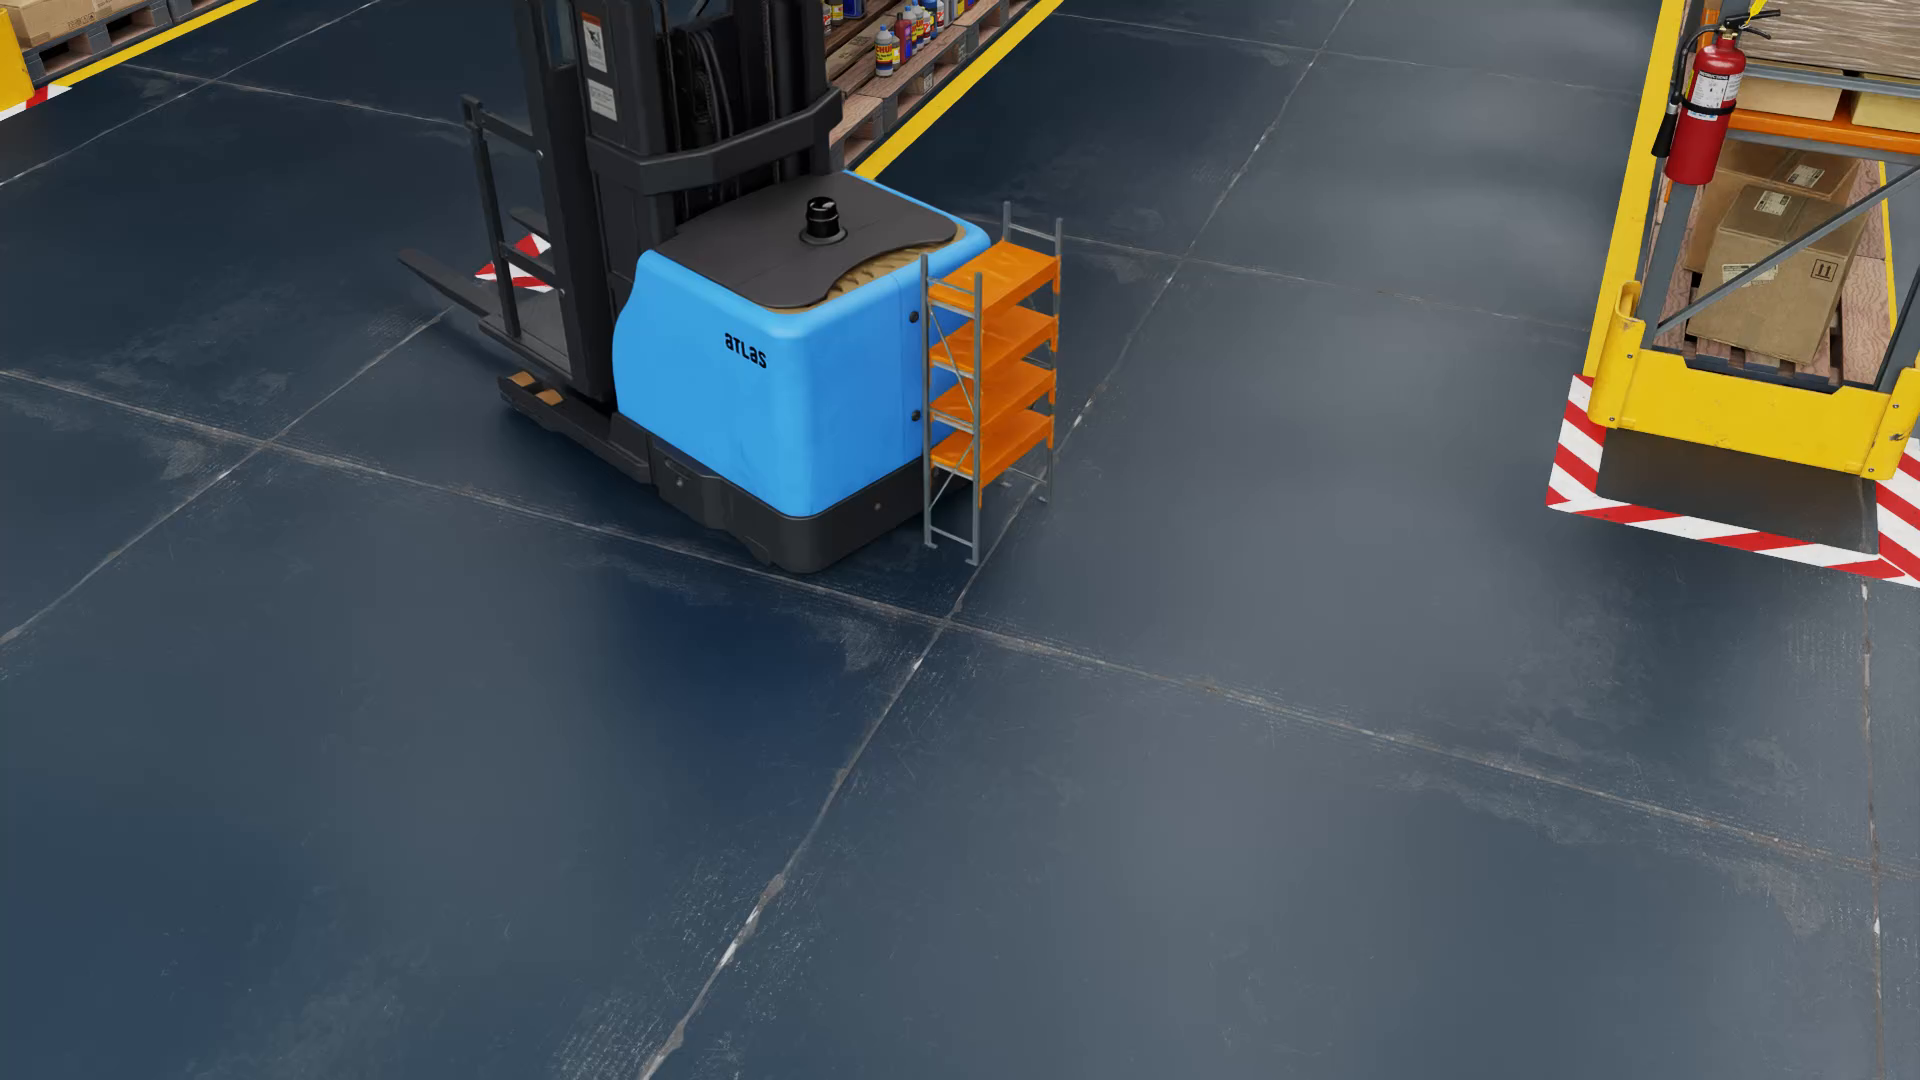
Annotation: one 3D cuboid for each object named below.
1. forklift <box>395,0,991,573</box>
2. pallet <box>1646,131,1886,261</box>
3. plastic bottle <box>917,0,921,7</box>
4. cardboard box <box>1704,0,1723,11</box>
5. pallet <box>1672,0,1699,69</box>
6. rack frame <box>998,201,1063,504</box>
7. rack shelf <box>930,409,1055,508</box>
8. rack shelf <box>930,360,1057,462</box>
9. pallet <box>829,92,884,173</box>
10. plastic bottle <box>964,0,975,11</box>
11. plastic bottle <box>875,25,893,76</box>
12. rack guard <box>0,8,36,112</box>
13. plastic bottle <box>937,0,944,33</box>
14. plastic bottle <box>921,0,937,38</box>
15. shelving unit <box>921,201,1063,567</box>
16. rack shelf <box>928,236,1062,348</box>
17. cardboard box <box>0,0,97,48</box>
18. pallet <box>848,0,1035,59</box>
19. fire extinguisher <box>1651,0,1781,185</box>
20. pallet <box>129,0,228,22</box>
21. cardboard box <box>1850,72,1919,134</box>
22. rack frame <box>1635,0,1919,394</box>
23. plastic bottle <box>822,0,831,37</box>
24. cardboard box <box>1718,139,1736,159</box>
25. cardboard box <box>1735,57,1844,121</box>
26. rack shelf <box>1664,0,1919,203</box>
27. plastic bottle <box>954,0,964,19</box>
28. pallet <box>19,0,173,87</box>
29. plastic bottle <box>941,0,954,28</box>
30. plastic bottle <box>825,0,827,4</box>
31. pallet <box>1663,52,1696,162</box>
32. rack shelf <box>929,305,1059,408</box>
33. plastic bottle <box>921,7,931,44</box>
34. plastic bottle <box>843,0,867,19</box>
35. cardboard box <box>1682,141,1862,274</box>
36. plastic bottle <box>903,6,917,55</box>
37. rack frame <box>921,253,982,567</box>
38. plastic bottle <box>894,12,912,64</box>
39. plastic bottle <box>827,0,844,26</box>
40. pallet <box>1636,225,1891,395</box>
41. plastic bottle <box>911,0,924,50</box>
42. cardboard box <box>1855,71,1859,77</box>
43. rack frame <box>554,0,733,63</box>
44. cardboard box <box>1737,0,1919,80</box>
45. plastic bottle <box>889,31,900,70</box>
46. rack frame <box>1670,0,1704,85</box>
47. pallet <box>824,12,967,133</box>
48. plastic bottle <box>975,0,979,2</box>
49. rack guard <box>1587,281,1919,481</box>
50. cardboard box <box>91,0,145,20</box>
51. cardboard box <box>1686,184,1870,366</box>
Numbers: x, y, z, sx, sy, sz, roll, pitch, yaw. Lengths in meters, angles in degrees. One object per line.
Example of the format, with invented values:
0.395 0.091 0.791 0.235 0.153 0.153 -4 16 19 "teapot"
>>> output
-1.281 -1.827 6.246 3.031 2.935 1.130 30 46 34 "forklift"
4.011 -1.650 8.281 1.003 0.211 1.213 14 39 18 "pallet"
-0.223 -3.269 10.019 0.061 0.283 0.133 14 39 18 "plastic bottle"
3.488 -2.372 6.586 0.875 0.500 0.500 14 39 18 "cardboard box"
4.991 -3.139 10.274 1.003 0.211 1.213 14 39 18 "pallet"
0.254 -0.665 6.137 0.240 1.200 0.015 23 43 28 "rack frame"
0.112 -0.333 6.137 0.258 0.148 0.480 23 43 28 "rack shelf"
0.112 -0.492 6.018 0.258 0.148 0.480 23 43 28 "rack shelf"
-1.107 -2.123 8.914 1.003 0.211 1.213 14 39 18 "pallet"
0.041 -3.413 10.212 0.061 0.283 0.133 16 40 21 "plastic bottle"
-0.428 -2.755 9.341 0.097 0.271 0.097 0 37 0 "plastic bottle"
-5.995 -2.854 9.651 1.175 0.500 0.348 14 39 18 "rack guard"
-0.144 -3.140 9.916 0.097 0.201 0.097 0 37 0 "plastic bottle"
-0.183 -3.112 9.819 0.097 0.271 0.097 0 37 0 "plastic bottle"
0.112 -0.546 5.978 0.258 1.200 0.503 23 43 28 "shelving unit"
0.112 -0.861 5.743 0.258 0.148 0.480 23 43 28 "rack shelf"
-5.576 -3.182 9.947 0.500 0.250 0.500 14 39 18 "cardboard box"
-0.178 -3.474 10.721 1.003 0.211 1.213 14 39 18 "pallet"
2.704 -1.621 5.977 0.296 0.674 0.183 14 39 18 "fire extinguisher"
-5.268 -3.858 11.235 1.003 0.211 1.213 14 39 18 "pallet"
3.503 -1.613 6.112 0.380 0.149 0.250 14 39 18 "cardboard box"
3.174 -1.610 5.899 1.000 3.000 0.127 14 39 18 "rack frame"
-0.816 -3.102 9.865 0.097 0.201 0.097 0 37 0 "plastic bottle"
3.879 -1.800 7.890 0.500 0.500 0.500 18 40 22 "cardboard box"
3.092 -1.714 6.248 0.380 0.149 0.250 14 39 18 "cardboard box"
3.935 -2.429 7.595 1.077 0.370 4.000 14 39 18 "rack shelf"
-0.059 -3.361 10.086 0.144 0.351 0.185 14 39 17 "plastic bottle"
-5.733 -3.185 10.334 1.003 0.211 1.213 14 39 18 "pallet"
-0.124 -3.242 9.989 0.152 0.276 0.135 15 39 19 "plastic bottle"
-0.879 -3.273 9.968 0.144 0.351 0.185 15 39 20 "plastic bottle"
4.473 -2.328 9.188 1.003 0.211 1.213 14 39 18 "pallet"
0.112 -0.671 5.884 0.258 0.148 0.480 23 43 28 "rack shelf"
-0.222 -3.027 9.764 0.097 0.201 0.097 0 37 0 "plastic bottle"
-0.662 -3.326 10.102 0.152 0.276 0.135 14 39 18 "plastic bottle"
3.623 -1.458 7.432 0.500 0.500 0.500 25 43 29 "cardboard box"
-0.298 -2.944 9.595 0.097 0.271 0.097 0 37 0 "plastic bottle"
-0.030 -0.427 5.819 0.240 1.200 0.015 23 43 28 "rack frame"
-0.325 -2.881 9.500 0.061 0.283 0.133 14 39 18 "plastic bottle"
-0.751 -3.210 10.009 0.097 0.201 0.097 0 37 0 "plastic bottle"
3.545 -0.977 7.381 1.003 0.211 1.213 14 39 18 "pallet"
-0.260 -3.000 9.669 0.097 0.271 0.097 0 37 0 "plastic bottle"
3.616 -1.747 6.292 0.380 0.149 0.250 14 39 18 "cardboard box"
-1.406 -2.738 7.408 1.000 3.000 0.127 14 39 18 "rack frame"
3.409 -2.068 6.179 0.875 0.500 0.500 14 39 18 "cardboard box"
-0.389 -2.784 9.439 0.097 0.201 0.097 0 37 0 "plastic bottle"
4.696 -3.825 8.862 1.000 3.000 0.127 14 39 18 "rack frame"
-0.641 -2.796 9.814 1.003 0.211 1.213 14 39 18 "pallet"
0.064 -3.540 10.325 0.144 0.351 0.185 12 38 15 "plastic bottle"
3.203 -0.651 6.703 1.175 0.500 0.348 14 39 18 "rack guard"
-5.389 -3.460 10.319 0.500 0.250 0.500 14 39 18 "cardboard box"
3.427 -1.119 6.979 0.500 0.500 0.500 21 42 26 "cardboard box"
